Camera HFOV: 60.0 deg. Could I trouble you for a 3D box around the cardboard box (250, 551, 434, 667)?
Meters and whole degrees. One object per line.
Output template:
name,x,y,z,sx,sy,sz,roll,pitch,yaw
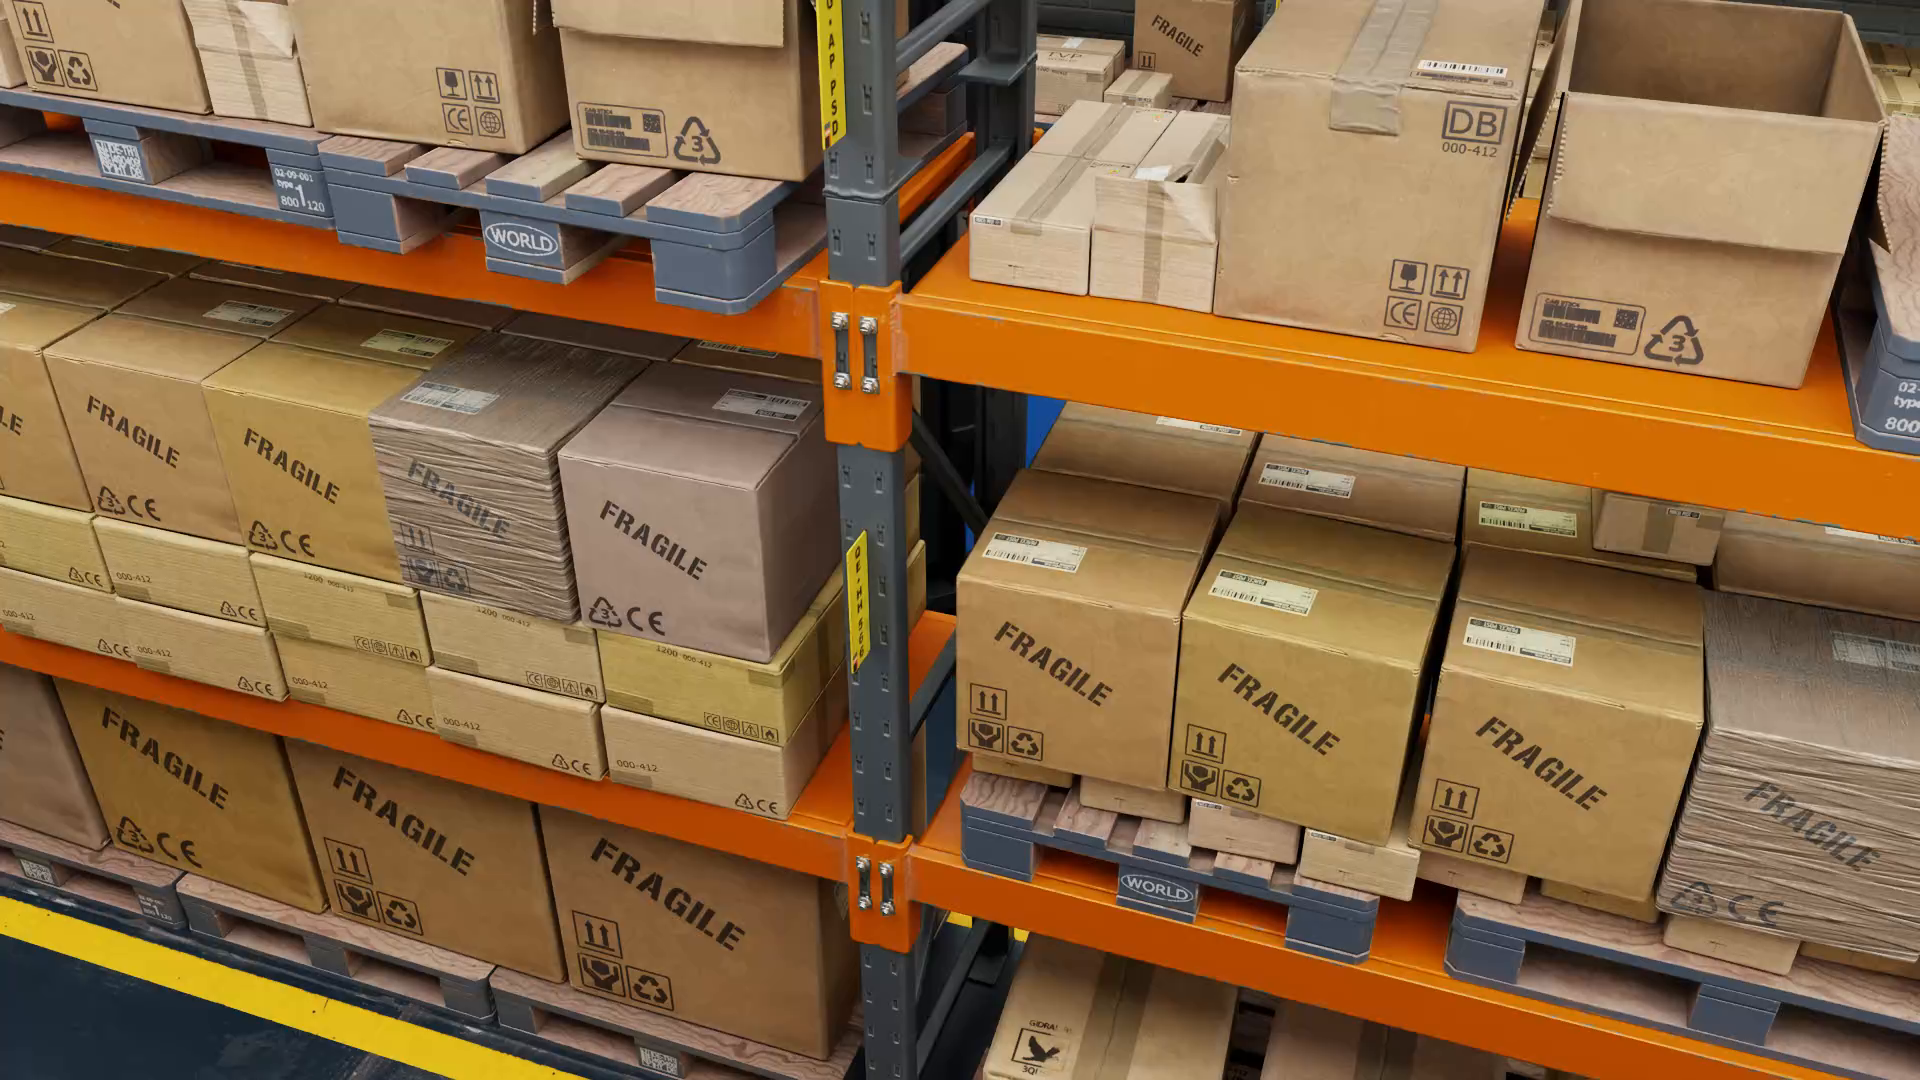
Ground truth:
cardboard box,-1.555,0.062,4.566,0.500,0.250,0.500,10,34,15

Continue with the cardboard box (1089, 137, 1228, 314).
cardboard box,0.439,-0.669,3.380,0.258,0.266,0.396,11,34,16

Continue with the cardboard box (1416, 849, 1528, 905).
cardboard box,1.204,0.634,3.847,0.250,0.149,0.380,13,35,19

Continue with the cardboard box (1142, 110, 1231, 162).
cardboard box,0.563,-0.820,3.720,0.250,0.149,0.380,11,34,16

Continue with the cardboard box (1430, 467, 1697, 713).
cardboard box,1.447,0.122,4.042,0.500,0.500,0.500,9,34,13

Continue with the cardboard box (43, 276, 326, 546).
cardboard box,-2.041,-0.360,4.529,0.500,0.500,0.500,10,34,16

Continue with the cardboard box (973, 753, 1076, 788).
cardboard box,0.202,0.427,4.168,0.250,0.149,0.380,9,34,14

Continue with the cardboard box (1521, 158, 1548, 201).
cardboard box,2.925,-1.738,7.814,0.500,0.250,0.500,10,34,15

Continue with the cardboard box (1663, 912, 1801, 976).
cardboard box,1.707,0.747,3.672,0.250,0.149,0.380,12,35,18

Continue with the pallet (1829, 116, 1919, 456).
pallet,2.202,-0.462,3.107,1.003,0.211,1.213,11,34,16

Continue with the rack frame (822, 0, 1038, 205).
rack frame,-0.041,-2.177,2.826,0.127,3.000,1.000,11,34,16

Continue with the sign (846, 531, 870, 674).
sign,-0.225,0.141,3.699,0.005,0.325,0.100,11,34,16

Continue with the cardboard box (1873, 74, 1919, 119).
cardboard box,4.020,-1.894,7.228,0.250,0.149,0.380,10,34,15

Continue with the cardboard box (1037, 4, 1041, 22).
cardboard box,0.031,-2.616,8.554,0.637,0.503,0.797,10,34,15

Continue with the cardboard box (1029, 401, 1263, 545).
cardboard box,0.481,-0.059,4.322,0.500,0.500,0.500,10,34,15

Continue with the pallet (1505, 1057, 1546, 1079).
pallet,1.839,1.883,4.640,1.213,0.211,1.003,11,34,16

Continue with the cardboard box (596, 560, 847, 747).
cardboard box,-0.583,0.237,4.295,0.500,0.250,0.500,11,34,16

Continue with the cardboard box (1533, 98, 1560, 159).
cardboard box,2.923,-1.936,7.660,0.500,0.250,0.500,10,34,15

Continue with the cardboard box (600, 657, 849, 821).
cardboard box,-0.604,0.446,4.432,0.500,0.250,0.500,10,34,15

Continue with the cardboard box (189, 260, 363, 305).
cardboard box,-1.849,-0.617,4.925,0.500,0.500,0.500,12,35,17

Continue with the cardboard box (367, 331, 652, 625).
cardboard box,-1.102,-0.170,4.233,0.500,0.500,0.500,12,35,17

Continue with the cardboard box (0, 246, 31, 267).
cardboard box,-3.001,-0.545,4.814,0.500,0.500,0.500,11,34,16

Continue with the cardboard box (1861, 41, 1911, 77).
cardboard box,4.194,-2.165,7.648,0.250,0.149,0.380,11,34,16

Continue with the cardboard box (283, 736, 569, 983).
cardboard box,-1.501,0.725,5.433,0.875,0.875,0.875,11,35,17

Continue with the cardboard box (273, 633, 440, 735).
cardboard box,-1.559,0.260,4.720,0.500,0.250,0.500,11,34,16

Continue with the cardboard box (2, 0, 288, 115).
cardboard box,-1.798,-1.310,3.769,0.500,0.500,0.500,11,35,17

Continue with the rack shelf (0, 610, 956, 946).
rack shelf,-1.924,0.279,5.215,4.000,0.370,1.077,11,34,16

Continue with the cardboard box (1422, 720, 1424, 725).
cardboard box,1.110,0.298,4.368,0.250,0.149,0.380,9,34,14

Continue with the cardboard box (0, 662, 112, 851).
cardboard box,-3.196,0.400,5.937,0.875,0.875,0.875,12,35,18

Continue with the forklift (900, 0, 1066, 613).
forklift,-0.609,-1.053,6.679,3.031,2.935,1.130,-15,36,-22

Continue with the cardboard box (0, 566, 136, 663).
cardboard box,-2.516,0.085,4.991,0.500,0.250,0.500,11,34,16

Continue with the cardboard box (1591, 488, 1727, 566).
cardboard box,1.594,-0.117,3.815,0.250,0.149,0.380,9,34,14

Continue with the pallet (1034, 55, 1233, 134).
pallet,0.968,-2.200,8.568,1.003,0.211,1.213,11,34,16

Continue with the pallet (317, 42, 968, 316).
pallet,-0.665,-0.928,3.831,1.003,0.211,1.213,13,35,19

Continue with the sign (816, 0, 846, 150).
sign,-0.236,-0.886,3.041,0.005,0.325,0.100,11,34,16

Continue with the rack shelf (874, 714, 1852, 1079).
rack shelf,1.842,1.011,4.081,4.000,0.370,1.077,11,34,16

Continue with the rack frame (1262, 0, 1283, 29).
rack frame,1.630,-2.192,8.380,0.127,3.000,1.000,11,34,16

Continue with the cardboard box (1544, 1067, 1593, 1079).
cardboard box,1.897,1.652,4.462,0.625,0.372,0.950,12,35,18

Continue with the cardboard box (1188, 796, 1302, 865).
cardboard box,0.699,0.569,3.947,0.250,0.149,0.380,9,34,13

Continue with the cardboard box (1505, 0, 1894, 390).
cardboard box,1.405,-0.696,3.202,0.637,0.503,0.797,11,34,16

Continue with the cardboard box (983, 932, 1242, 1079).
cardboard box,0.488,1.379,4.884,0.625,0.372,0.950,9,34,13

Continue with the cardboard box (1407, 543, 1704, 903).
cardboard box,1.300,0.386,3.633,0.500,0.500,0.500,12,35,17

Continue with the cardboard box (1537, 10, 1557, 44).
cardboard box,2.767,-2.472,8.123,0.250,0.149,0.380,10,34,16

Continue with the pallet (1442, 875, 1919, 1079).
pallet,1.836,0.765,3.976,1.213,0.211,1.003,11,34,16

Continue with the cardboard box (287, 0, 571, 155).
cardboard box,-1.037,-1.220,3.629,0.500,0.500,0.700,9,34,14

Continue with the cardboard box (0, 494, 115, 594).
cardboard box,-2.521,-0.124,4.855,0.500,0.250,0.500,11,35,17

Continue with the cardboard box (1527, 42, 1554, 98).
cardboard box,2.584,-2.174,7.662,0.250,0.149,0.380,11,35,17

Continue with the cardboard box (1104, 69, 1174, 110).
cardboard box,0.882,-2.187,8.217,0.250,0.149,0.380,12,35,17

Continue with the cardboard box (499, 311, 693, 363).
cardboard box,-0.893,-0.420,4.621,0.500,0.500,0.500,11,34,17

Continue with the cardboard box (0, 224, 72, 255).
cardboard box,-2.811,-0.806,5.220,0.500,0.500,0.500,12,35,17

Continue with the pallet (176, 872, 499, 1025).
pallet,-1.902,1.108,5.840,1.213,0.211,1.003,11,34,16

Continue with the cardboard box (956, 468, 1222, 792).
cardboard box,0.305,0.200,3.921,0.500,0.500,0.500,10,34,15
